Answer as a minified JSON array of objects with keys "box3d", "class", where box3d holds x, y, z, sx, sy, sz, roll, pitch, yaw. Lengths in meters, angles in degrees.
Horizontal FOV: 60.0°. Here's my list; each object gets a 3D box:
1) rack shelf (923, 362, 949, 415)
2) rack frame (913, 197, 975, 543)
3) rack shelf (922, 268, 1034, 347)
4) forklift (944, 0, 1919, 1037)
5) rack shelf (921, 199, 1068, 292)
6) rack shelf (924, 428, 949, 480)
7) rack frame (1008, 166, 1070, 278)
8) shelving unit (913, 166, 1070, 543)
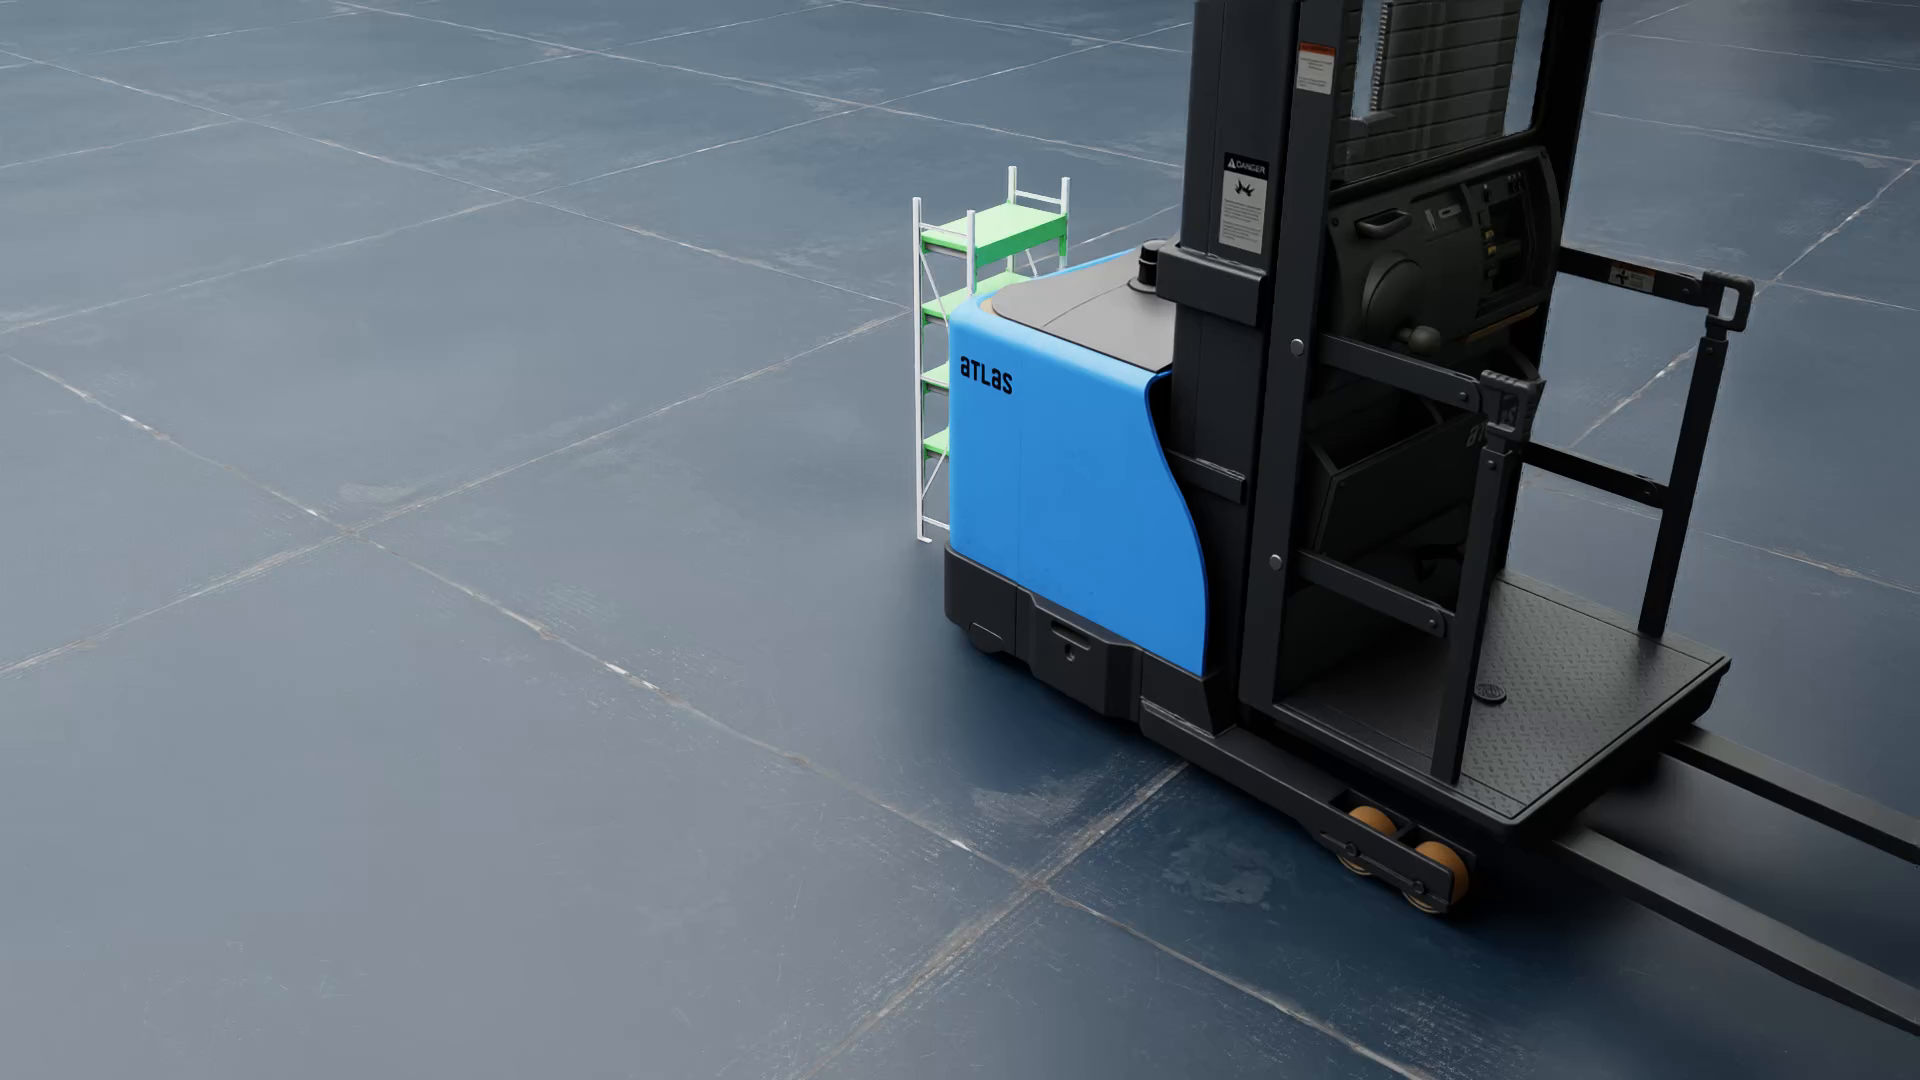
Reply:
[{"box3d":[0.105,-0.535,5.617,0.258,0.148,0.480,21,34,34],"class":"rack shelf"},{"box3d":[-0.050,-0.505,5.421,0.240,1.200,0.015,21,34,34],"class":"rack frame"},{"box3d":[0.105,-0.748,5.507,0.258,0.148,0.480,21,34,34],"class":"rack shelf"},{"box3d":[1.318,-0.669,3.854,1.130,2.935,3.031,-23,35,-37],"class":"forklift"},{"box3d":[0.105,-0.961,5.397,0.258,0.148,0.480,21,34,34],"class":"rack shelf"},{"box3d":[0.105,-0.322,5.727,0.258,0.148,0.480,21,34,34],"class":"rack shelf"},{"box3d":[0.260,-0.678,5.755,0.240,1.200,0.015,21,34,34],"class":"rack frame"},{"box3d":[0.105,-0.592,5.588,0.258,1.200,0.503,21,34,34],"class":"shelving unit"}]
